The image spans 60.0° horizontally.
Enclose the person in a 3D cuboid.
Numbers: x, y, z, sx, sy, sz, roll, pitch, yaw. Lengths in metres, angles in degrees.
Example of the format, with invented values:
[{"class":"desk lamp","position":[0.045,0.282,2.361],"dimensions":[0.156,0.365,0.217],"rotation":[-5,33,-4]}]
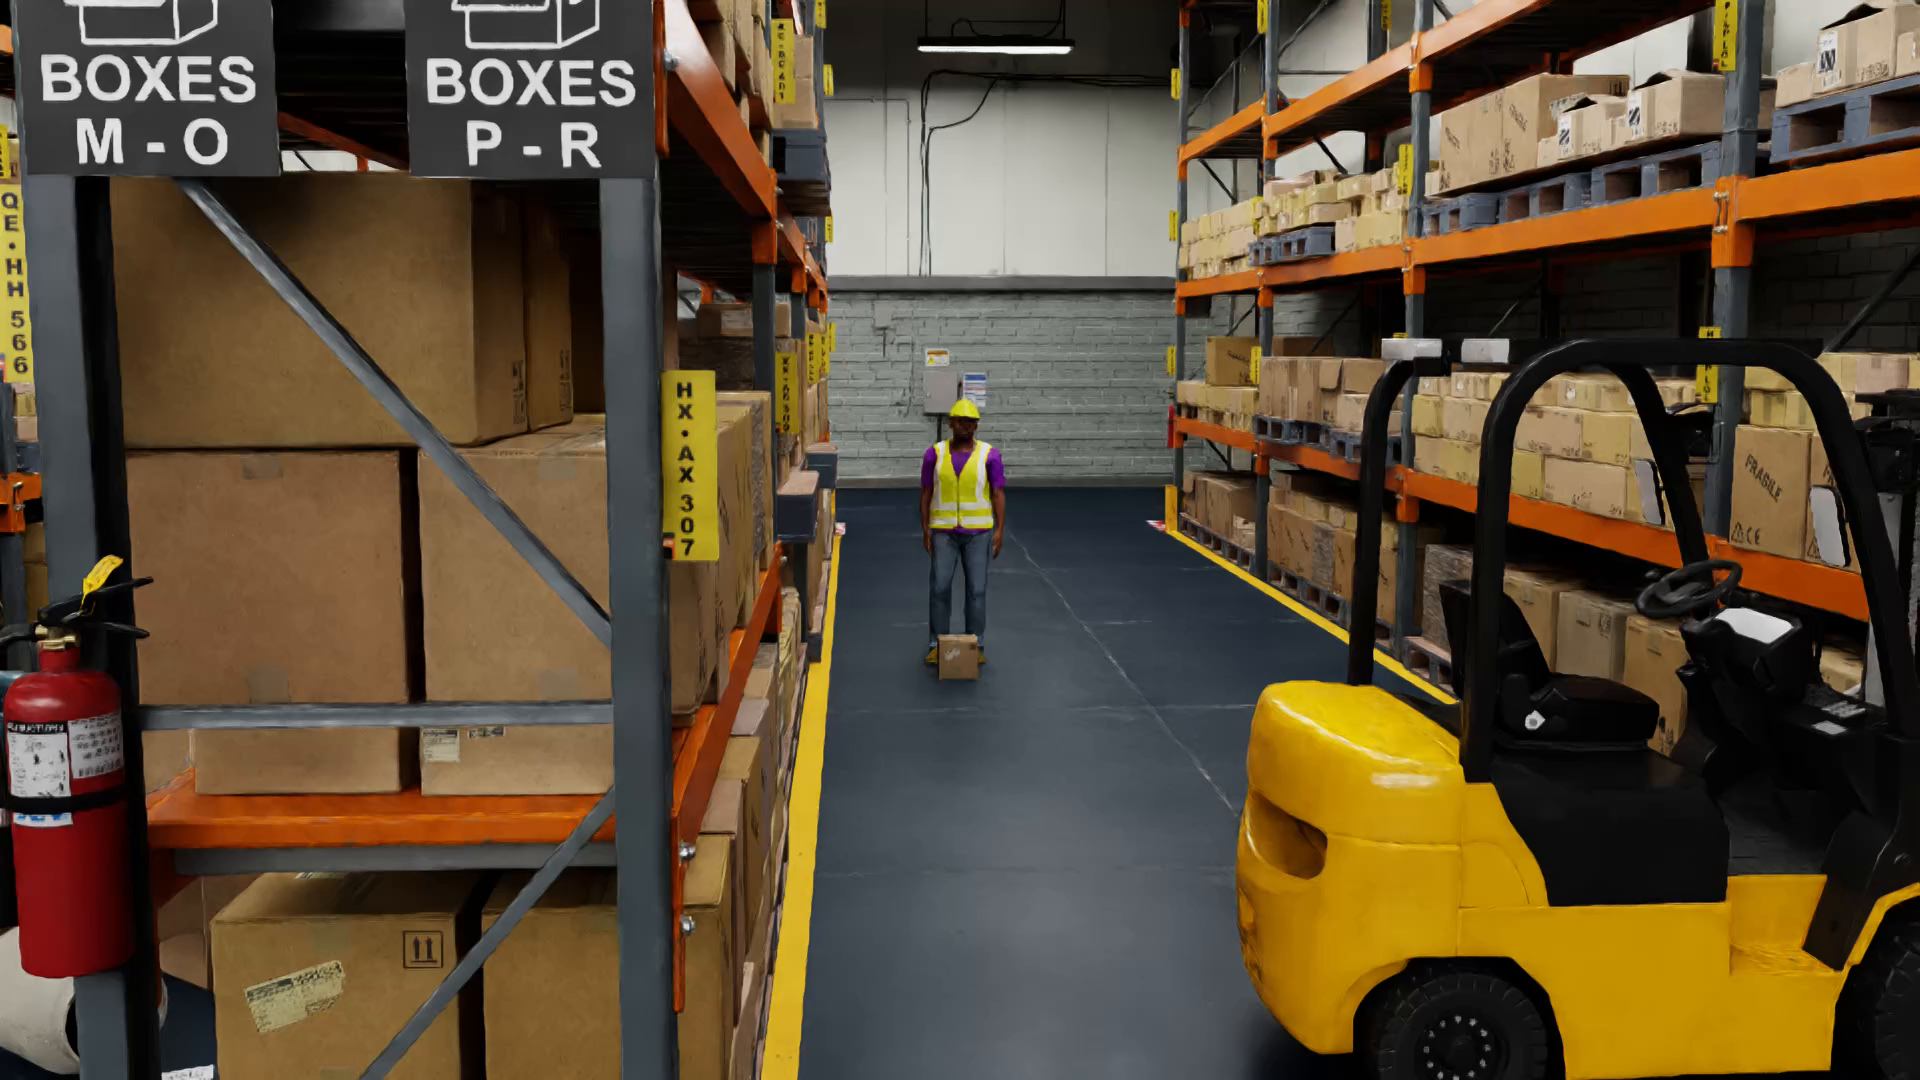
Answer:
[{"class":"person","position":[0.016,-0.058,11.126],"dimensions":[0.577,1.766,0.406],"rotation":[0,7,3]}]
